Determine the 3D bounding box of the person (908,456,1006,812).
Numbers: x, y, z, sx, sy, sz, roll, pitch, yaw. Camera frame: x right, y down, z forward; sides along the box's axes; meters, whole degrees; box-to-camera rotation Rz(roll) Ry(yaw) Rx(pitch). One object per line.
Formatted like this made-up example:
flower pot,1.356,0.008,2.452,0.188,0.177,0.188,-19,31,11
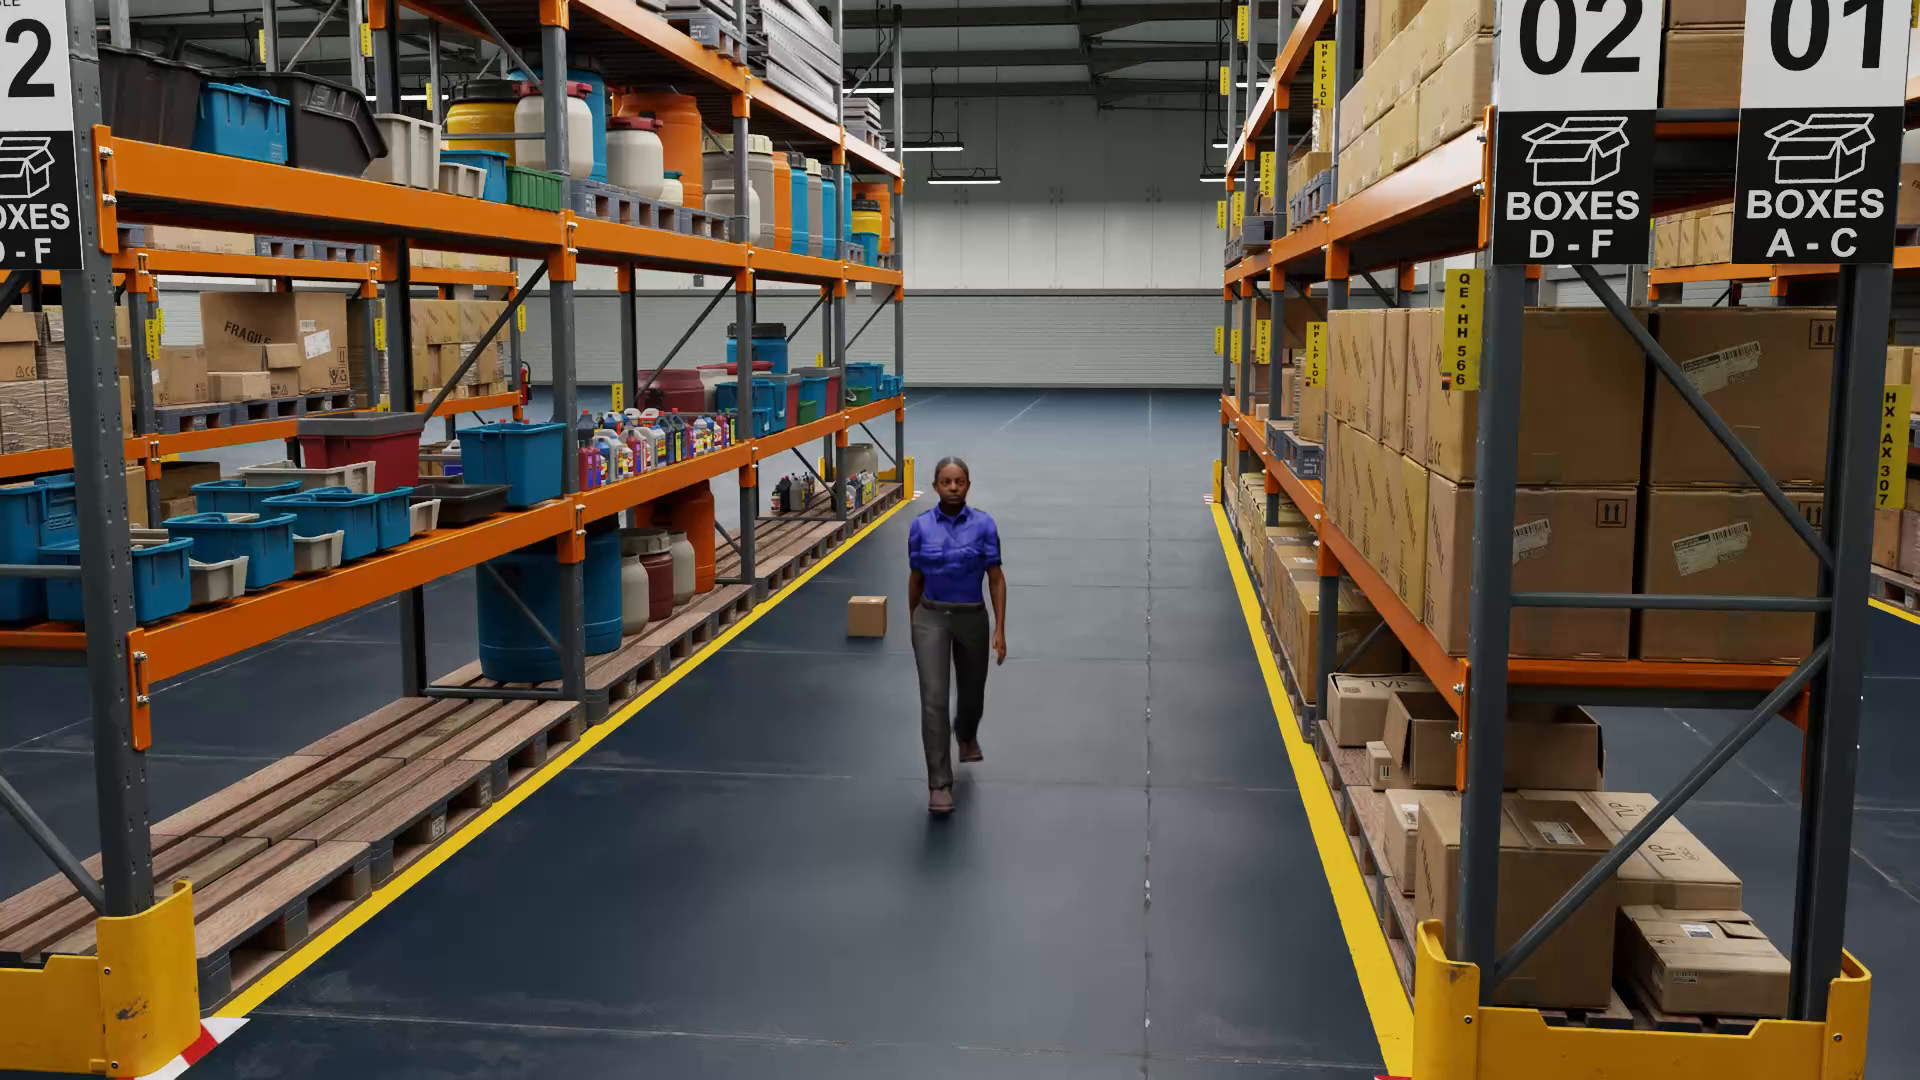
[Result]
person,-0.016,0.398,7.888,0.456,1.604,0.978,-1,8,-4
